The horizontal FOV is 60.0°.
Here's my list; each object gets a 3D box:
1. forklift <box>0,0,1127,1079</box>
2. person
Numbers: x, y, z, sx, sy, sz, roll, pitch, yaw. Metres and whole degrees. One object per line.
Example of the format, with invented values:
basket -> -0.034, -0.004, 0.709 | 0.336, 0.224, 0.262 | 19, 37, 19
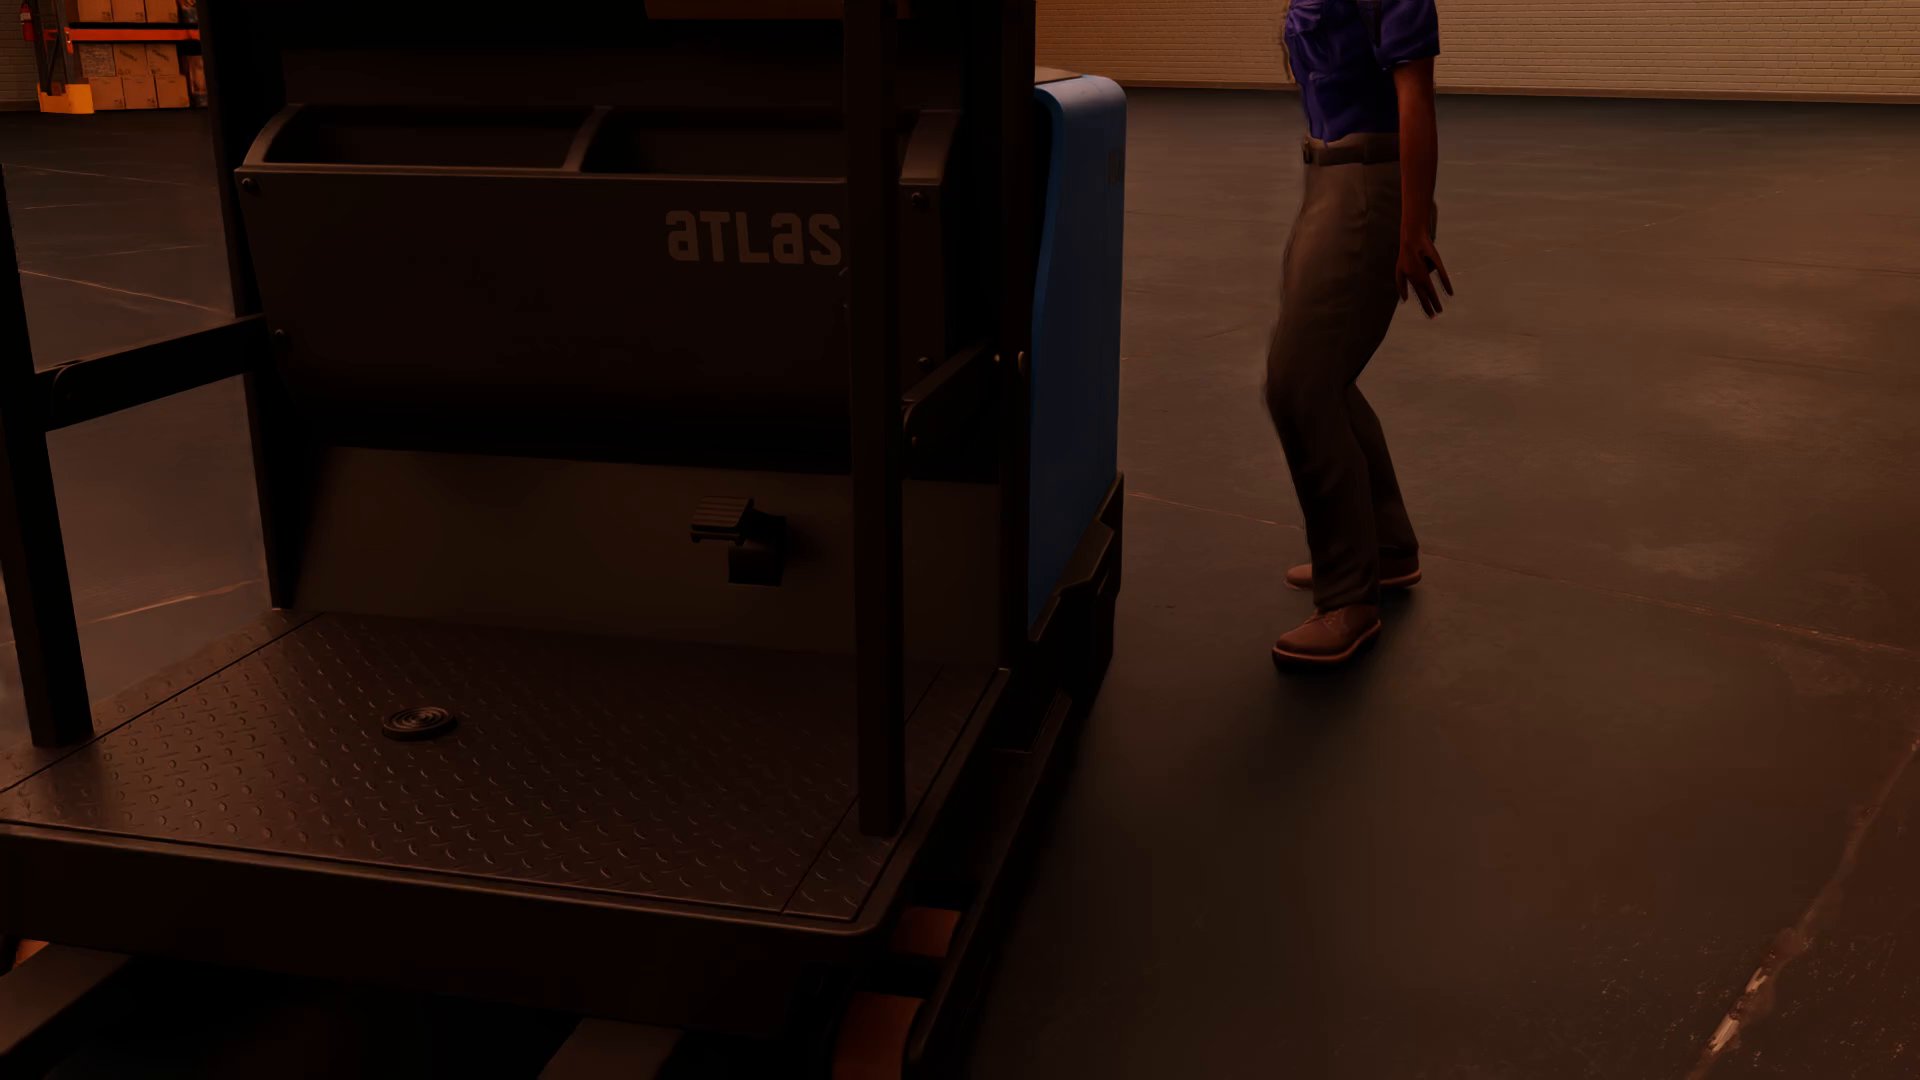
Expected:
forklift -> -0.504, -0.868, 1.757 | 1.130, 2.935, 3.031 | 4, 17, 12
person -> 0.786, -0.625, 3.256 | 0.396, 1.628, 0.804 | 2, 17, 6
